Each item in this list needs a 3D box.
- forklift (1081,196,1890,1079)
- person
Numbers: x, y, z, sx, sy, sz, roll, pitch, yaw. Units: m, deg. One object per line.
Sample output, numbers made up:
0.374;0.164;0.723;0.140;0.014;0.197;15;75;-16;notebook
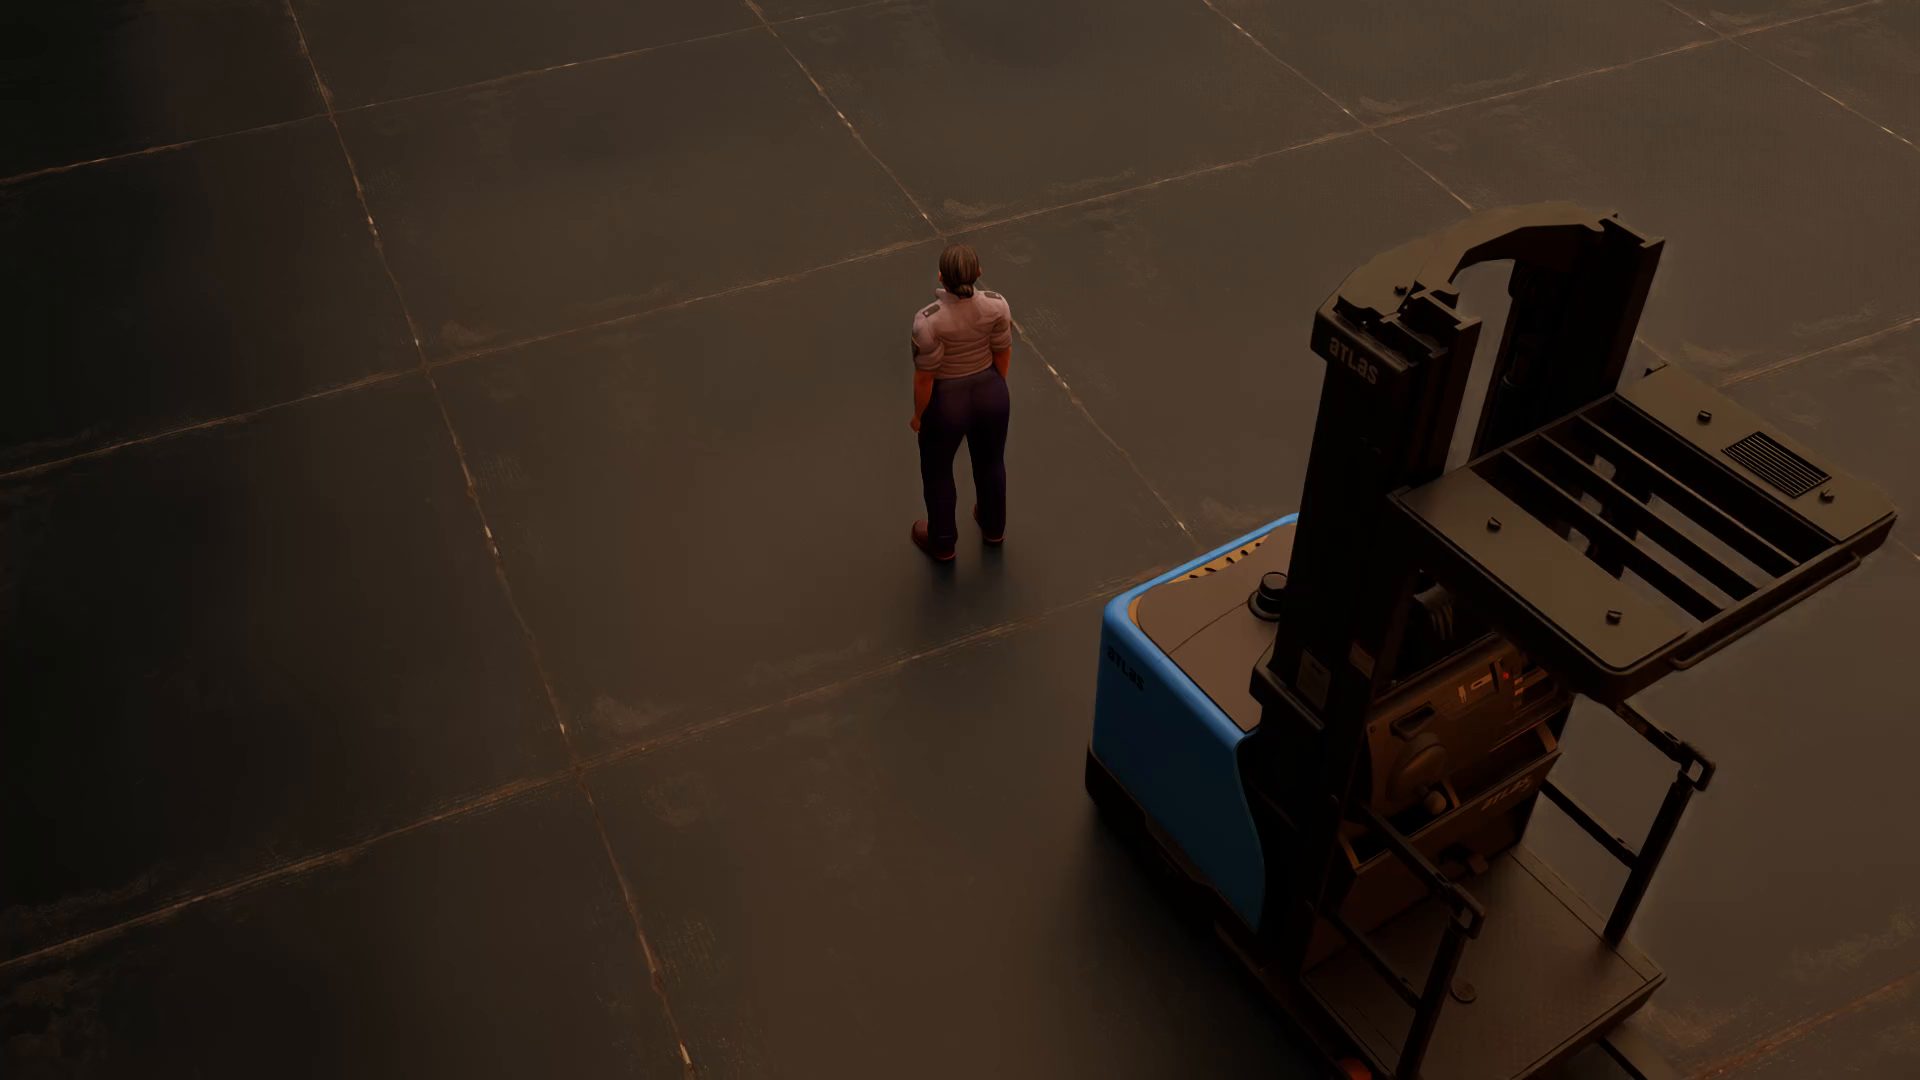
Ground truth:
1.709;0.595;5.042;1.130;2.935;3.031;-24;48;-23;forklift
0.004;-0.602;7.275;0.483;1.646;0.365;-18;46;-18;person
